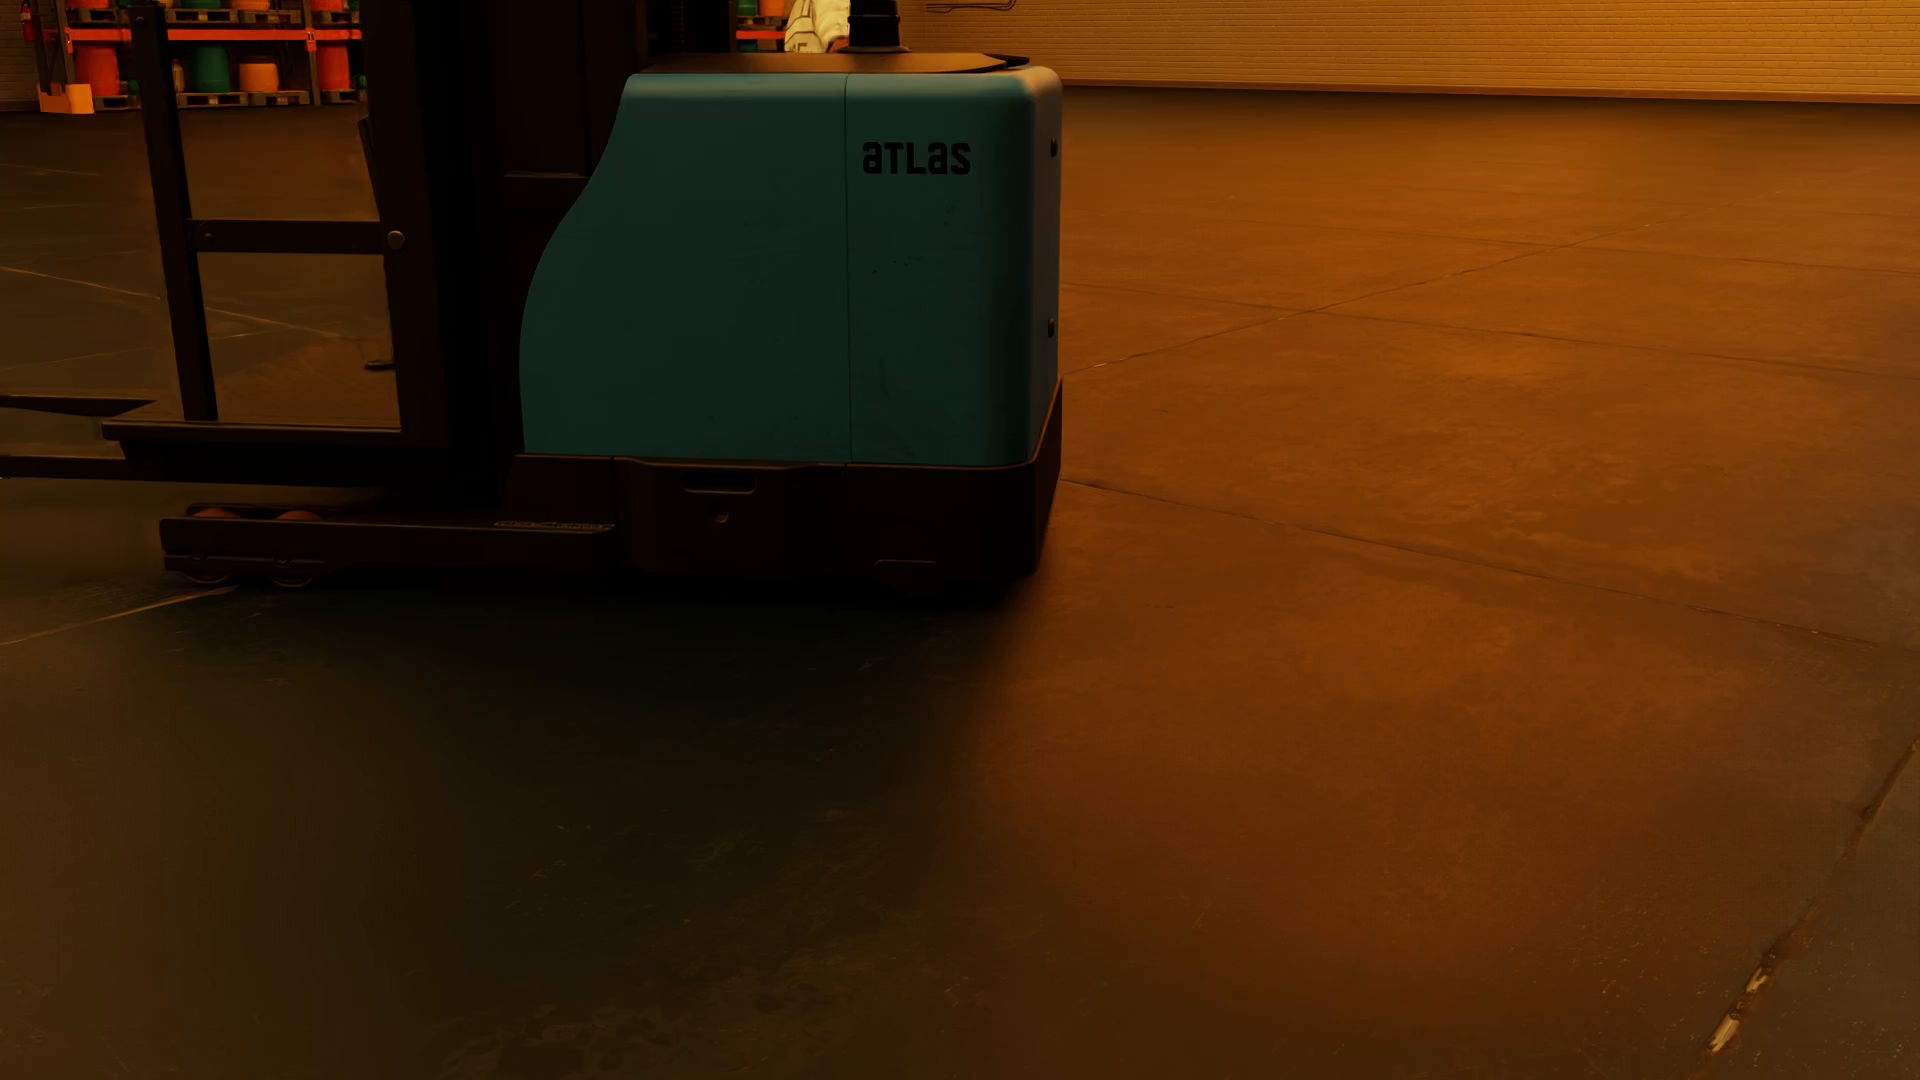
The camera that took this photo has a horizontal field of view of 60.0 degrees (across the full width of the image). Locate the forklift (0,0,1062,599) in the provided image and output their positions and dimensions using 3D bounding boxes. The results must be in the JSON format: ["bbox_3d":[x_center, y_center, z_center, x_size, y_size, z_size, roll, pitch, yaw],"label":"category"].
[{"bbox_3d":[-1.295,-1.448,3.666,3.031,2.935,1.130,2,17,7],"label":"forklift"}]

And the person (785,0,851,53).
[{"bbox_3d":[-0.294,-1.299,5.610,0.811,1.537,0.817,-11,20,-32],"label":"person"}]
